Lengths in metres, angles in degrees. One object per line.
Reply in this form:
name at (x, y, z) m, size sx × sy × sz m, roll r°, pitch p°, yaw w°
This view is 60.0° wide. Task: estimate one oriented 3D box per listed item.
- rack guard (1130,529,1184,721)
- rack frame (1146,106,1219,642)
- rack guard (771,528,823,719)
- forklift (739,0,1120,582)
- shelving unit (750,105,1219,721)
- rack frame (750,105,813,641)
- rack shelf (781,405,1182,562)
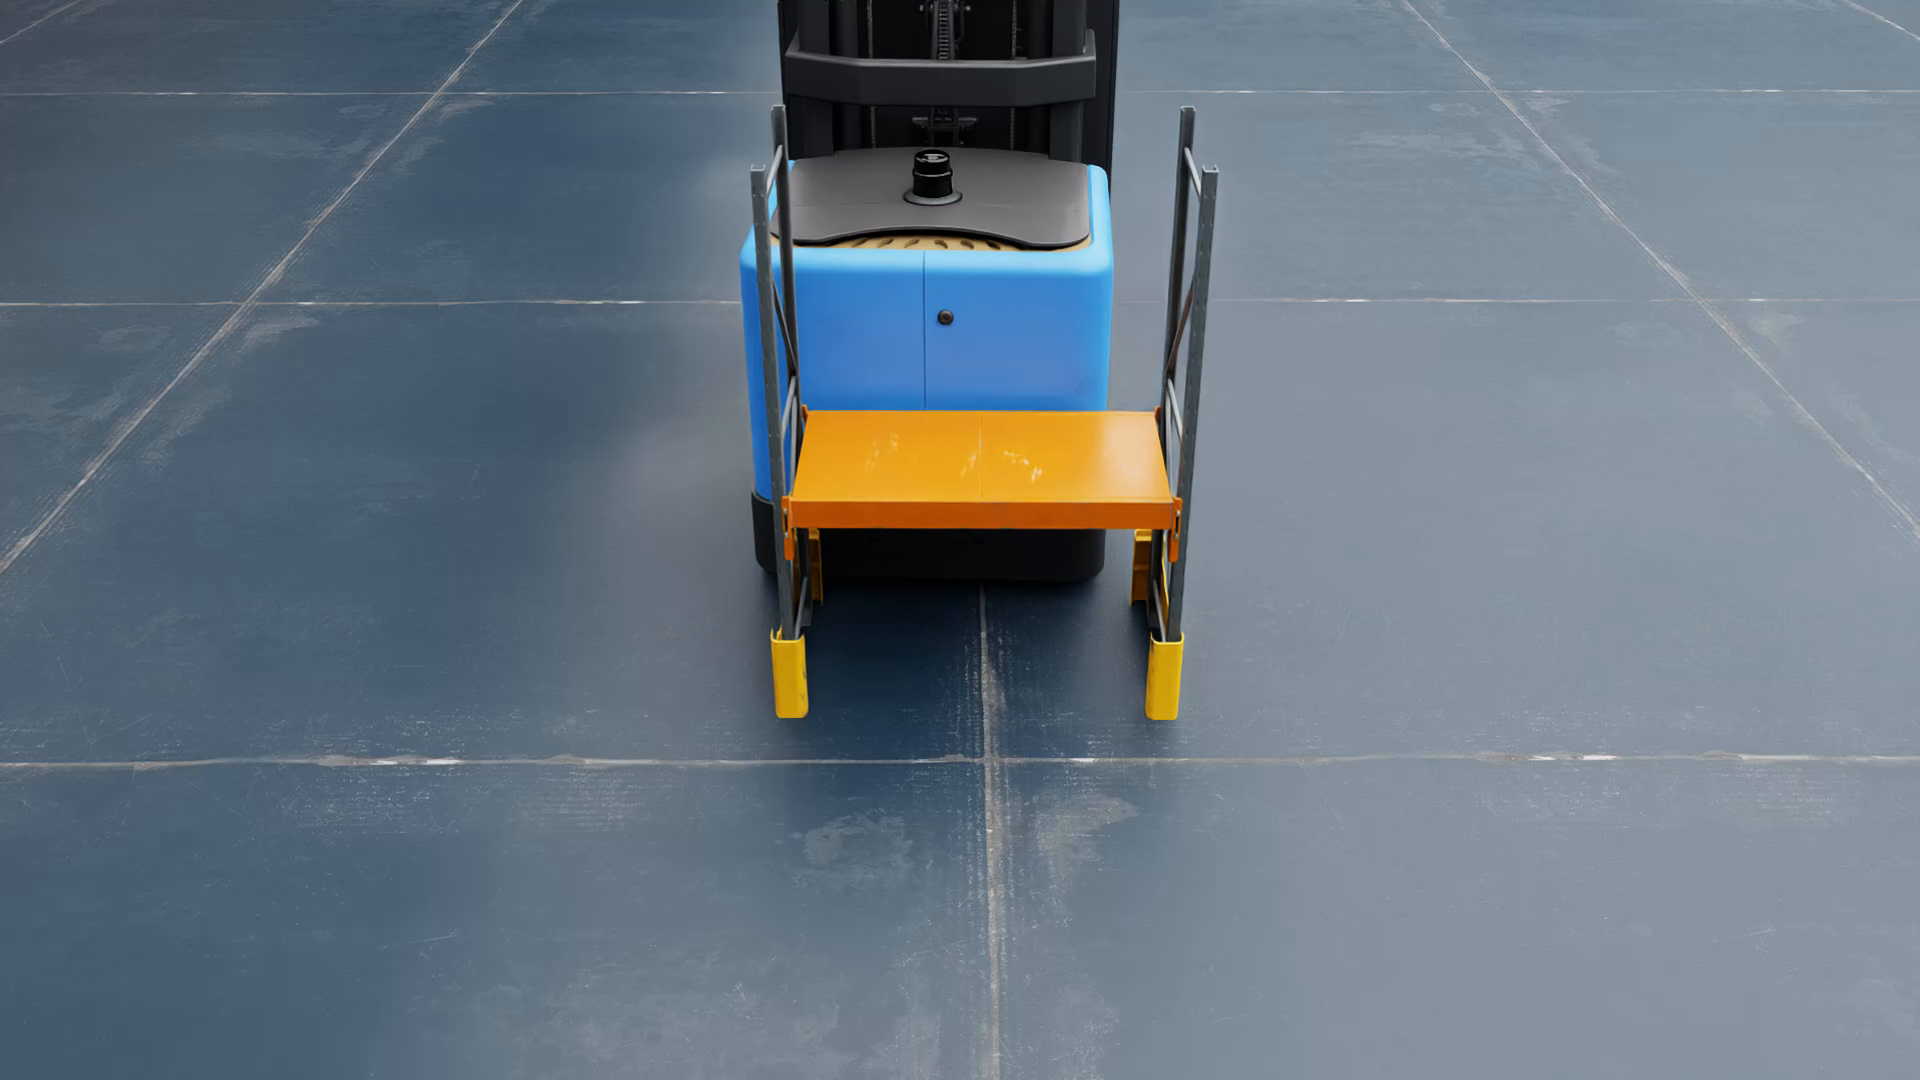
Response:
rack guard at (0.545, 0.225, 4.639) m, size 0.087 × 0.250 × 0.587 m, roll 0°, pitch 31°, yaw 0°
rack frame at (0.564, -0.310, 4.314) m, size 0.032 × 1.500 × 0.500 m, roll 0°, pitch 31°, yaw 0°
rack guard at (-0.451, 0.221, 4.645) m, size 0.087 × 0.250 × 0.587 m, roll 0°, pitch 31°, yaw 0°
forklift at (-0.024, -1.862, 5.493) m, size 1.130 × 2.935 × 3.031 m, roll 1°, pitch 31°, yaw 2°
shelving unit at (0.047, -0.312, 4.318) m, size 1.083 × 1.500 × 0.587 m, roll 0°, pitch 31°, yaw 0°
rack frame at (-0.453, -0.314, 4.321) m, size 0.032 × 1.500 × 0.500 m, roll 0°, pitch 31°, yaw 0°
rack shelf at (0.056, -0.158, 4.411) m, size 1.000 × 0.185 × 0.538 m, roll 0°, pitch 31°, yaw 0°
